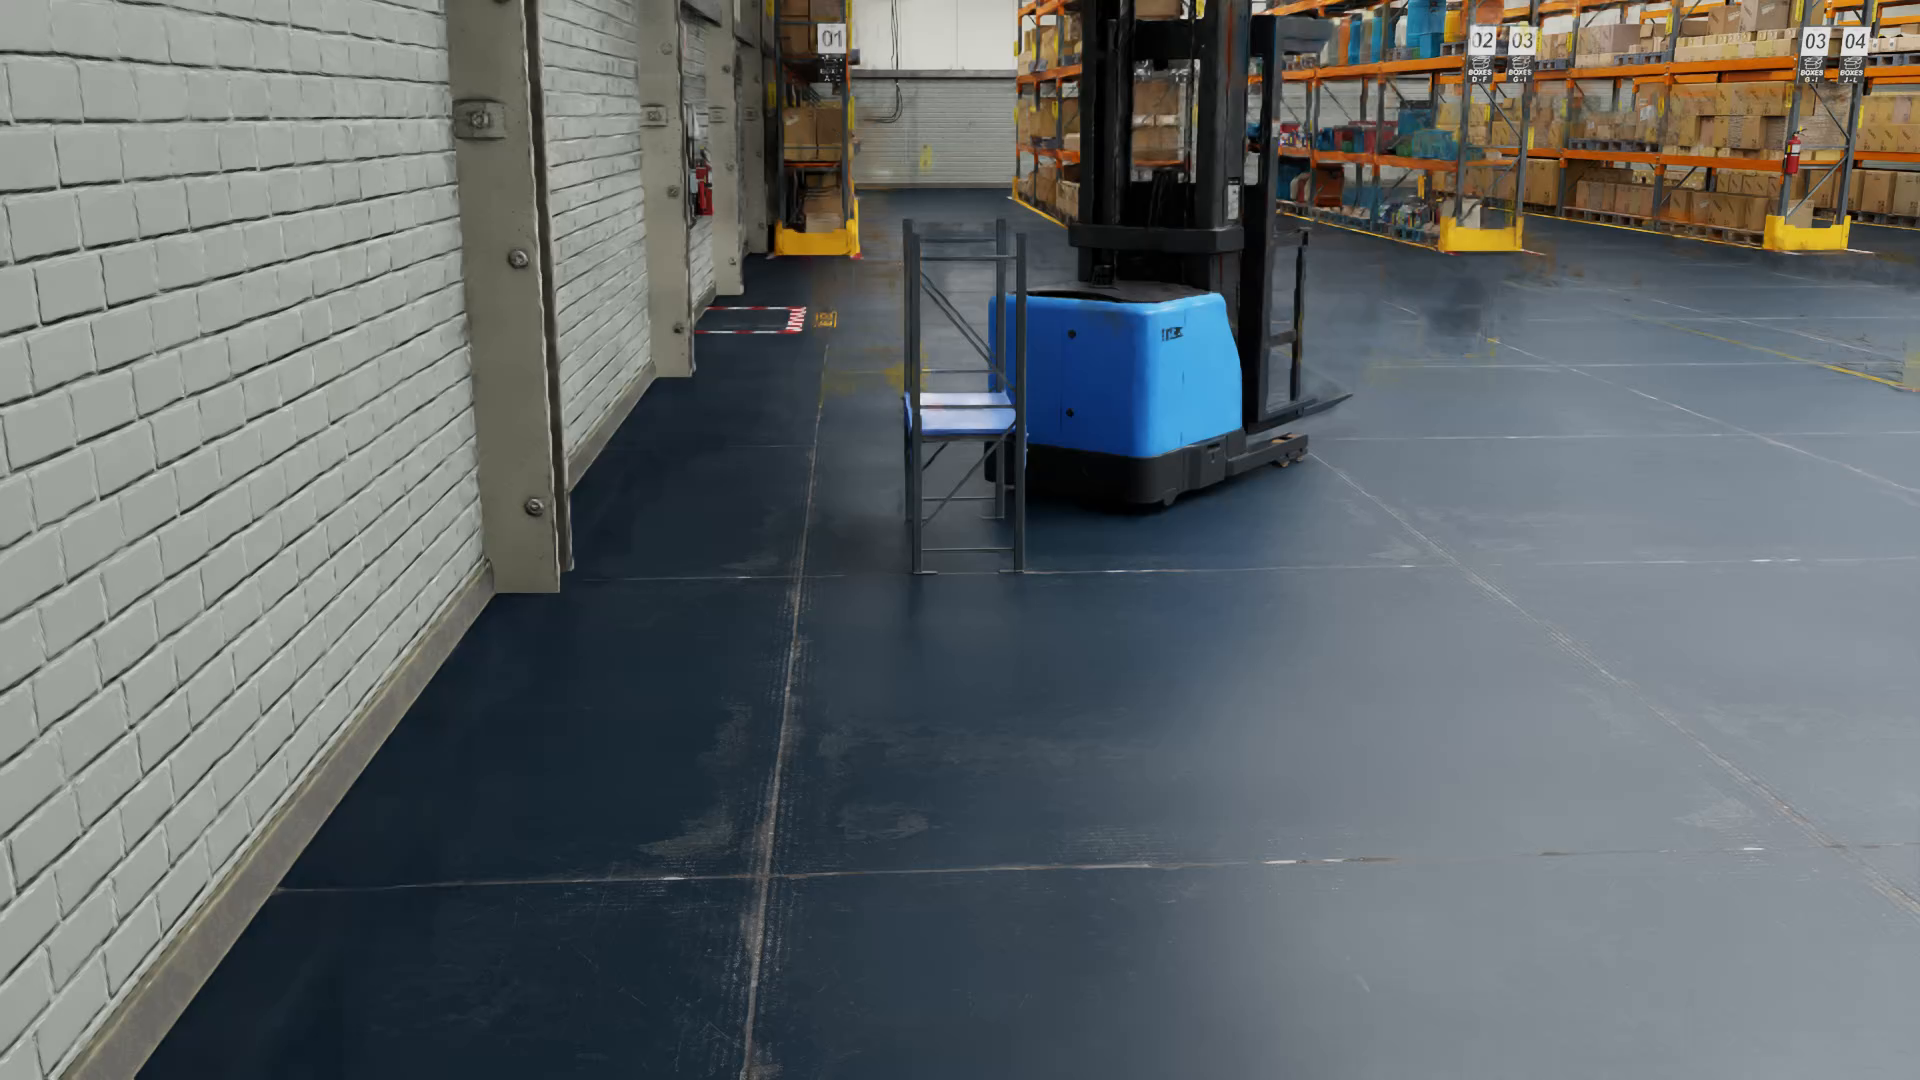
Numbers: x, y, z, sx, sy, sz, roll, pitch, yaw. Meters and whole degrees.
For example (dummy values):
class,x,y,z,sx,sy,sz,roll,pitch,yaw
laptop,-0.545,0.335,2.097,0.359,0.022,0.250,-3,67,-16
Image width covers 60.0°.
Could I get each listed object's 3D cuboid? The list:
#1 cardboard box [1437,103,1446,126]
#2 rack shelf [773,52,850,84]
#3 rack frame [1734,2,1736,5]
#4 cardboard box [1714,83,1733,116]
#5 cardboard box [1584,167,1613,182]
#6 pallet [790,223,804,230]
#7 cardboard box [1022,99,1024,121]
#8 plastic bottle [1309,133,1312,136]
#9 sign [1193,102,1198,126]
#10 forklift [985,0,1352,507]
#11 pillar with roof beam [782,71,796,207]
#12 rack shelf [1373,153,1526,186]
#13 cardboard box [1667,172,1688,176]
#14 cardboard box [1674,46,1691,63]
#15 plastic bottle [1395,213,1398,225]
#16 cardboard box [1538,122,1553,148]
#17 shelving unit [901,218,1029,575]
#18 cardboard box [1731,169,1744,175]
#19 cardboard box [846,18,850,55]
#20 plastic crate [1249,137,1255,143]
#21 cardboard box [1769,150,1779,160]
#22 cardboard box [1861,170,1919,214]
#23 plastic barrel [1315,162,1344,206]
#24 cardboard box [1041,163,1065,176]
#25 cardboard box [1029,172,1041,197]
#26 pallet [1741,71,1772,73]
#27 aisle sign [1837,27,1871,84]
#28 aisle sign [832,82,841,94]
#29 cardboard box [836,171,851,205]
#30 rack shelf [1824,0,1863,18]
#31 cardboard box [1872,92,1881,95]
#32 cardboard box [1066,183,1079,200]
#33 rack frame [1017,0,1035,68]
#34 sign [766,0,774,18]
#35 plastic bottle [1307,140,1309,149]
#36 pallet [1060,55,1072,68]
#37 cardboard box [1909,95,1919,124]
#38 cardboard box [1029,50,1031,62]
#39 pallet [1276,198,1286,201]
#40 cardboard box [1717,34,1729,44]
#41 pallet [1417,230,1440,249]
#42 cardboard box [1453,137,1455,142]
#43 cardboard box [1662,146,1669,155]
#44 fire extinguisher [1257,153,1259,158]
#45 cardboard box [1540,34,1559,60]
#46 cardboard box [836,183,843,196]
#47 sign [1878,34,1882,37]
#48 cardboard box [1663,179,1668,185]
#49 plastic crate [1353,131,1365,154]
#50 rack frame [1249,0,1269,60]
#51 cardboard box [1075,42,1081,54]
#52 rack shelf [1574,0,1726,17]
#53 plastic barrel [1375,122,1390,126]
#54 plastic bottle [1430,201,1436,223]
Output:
class,x,y,z,sx,sy,sz,roll,pitch,yaw
cardboard box,11.533,-9.984,39.008,0.500,0.500,0.500,-1,14,-5
rack shelf,-2.223,-7.190,25.375,1.077,0.370,4.000,-1,14,-3
rack frame,16.946,-11.759,35.669,1.000,3.000,0.127,-1,14,-3
cardboard box,12.364,-7.000,26.410,0.500,0.500,0.500,-1,14,-3
cardboard box,12.308,-7.007,31.868,0.500,0.250,0.500,0,14,-1
pallet,-2.270,-5.066,27.293,1.003,0.211,1.213,-1,14,-3
cardboard box,1.684,-9.809,37.922,0.500,0.500,0.500,-1,14,-3
plastic bottle,7.323,-8.347,34.708,0.097,0.271,0.097,0,14,0
sign,3.399,-6.130,23.936,0.100,0.325,0.005,-1,14,-3
forklift,1.404,-1.904,9.543,1.130,2.935,3.031,10,18,35
pillar with roof beam,0.548,-11.705,35.460,9.100,9.000,0.400,-1,14,-3
rack shelf,7.665,-5.890,26.343,1.077,0.370,4.000,-1,14,-3
cardboard box,16.604,-8.436,38.477,0.380,0.149,0.250,-1,14,-3
cardboard box,12.257,-8.077,27.678,0.500,0.250,0.500,-1,15,-6
plastic bottle,7.183,-5.269,27.218,0.097,0.201,0.097,0,14,0
cardboard box,11.934,-8.099,33.282,0.500,0.500,0.500,-1,14,-4
shelving unit,0.005,-0.705,7.757,0.538,1.500,1.048,-1,14,-3
cardboard box,16.763,-7.889,35.338,0.500,0.250,0.500,0,14,-2
cardboard box,-1.868,-7.320,24.197,0.500,0.500,0.500,0,14,0
plastic crate,6.708,-8.896,37.012,0.437,0.125,0.590,-1,14,-3
cardboard box,12.494,-5.826,25.154,0.380,0.149,0.250,-1,14,-3
cardboard box,17.257,-6.371,30.439,1.050,0.750,0.750,-1,14,-3
plastic barrel,7.246,-7.005,32.743,0.600,0.830,0.708,-1,14,-3
cardboard box,1.950,-7.643,34.340,0.500,0.250,0.500,-1,14,-3
cardboard box,1.783,-7.790,36.416,0.500,0.500,0.500,-1,14,-3
pallet,16.945,-9.802,34.461,1.213,0.211,1.003,-1,14,-3
aisle sign,13.036,-7.066,24.252,0.394,0.787,0.004,-1,14,-3
aisle sign,-2.795,-10.849,38.955,0.394,0.787,0.004,-1,14,-3
cardboard box,-2.509,-6.925,32.393,0.750,0.750,0.750,-1,14,-4
rack shelf,17.070,-10.719,33.875,1.077,0.370,4.000,-1,14,-3
cardboard box,21.432,-10.318,38.598,0.380,0.149,0.250,-1,14,-5
cardboard box,2.192,-6.279,29.959,0.500,0.311,0.500,-1,14,-4
rack frame,1.854,-12.550,38.745,1.000,3.000,0.127,-1,14,-3
sign,-2.654,-7.466,23.228,0.100,0.325,0.005,-1,14,-3
plastic bottle,6.854,-7.758,32.556,0.097,0.201,0.097,0,14,0
pallet,2.481,-8.849,30.759,1.213,0.211,1.003,0,14,-1
cardboard box,17.371,-7.648,29.523,0.700,0.500,0.500,-1,14,-4
cardboard box,1.773,-10.513,36.146,0.500,0.250,0.500,-1,14,-3
pallet,7.052,-7.183,35.519,1.003,0.211,1.213,-1,14,-3
cardboard box,12.316,-7.976,26.488,0.380,0.149,0.250,-1,14,-5
pallet,7.693,-4.611,25.524,1.003,0.211,1.213,-1,14,-3
cardboard box,11.531,-9.199,38.265,0.380,0.149,0.250,-1,14,-5
cardboard box,12.198,-6.633,28.289,0.380,0.149,0.250,-1,14,-3
fire extinguisher,7.242,-9.547,40.015,0.296,0.674,0.183,-1,14,-3
cardboard box,11.986,-9.876,33.326,0.500,0.500,0.500,0,14,0
cardboard box,-2.498,-6.402,31.022,0.700,0.500,0.500,-1,14,-3
sign,17.748,-9.607,32.127,0.100,0.325,0.005,-1,14,-3
cardboard box,16.615,-8.355,38.763,0.380,0.149,0.250,0,14,-1
plastic crate,7.163,-6.998,29.236,0.392,0.384,0.575,-1,14,-3
rack frame,6.798,-12.626,39.038,1.000,3.000,0.127,-1,14,-3
cardboard box,2.434,-9.127,30.917,0.500,0.250,0.500,-2,15,-8
rack shelf,12.361,-9.673,29.809,1.077,0.370,4.000,-1,14,-3
plastic barrel,7.656,-7.226,29.817,0.433,0.535,0.433,0,14,0
plastic bottle,7.881,-5.463,27.671,0.144,0.351,0.185,-2,15,-6
